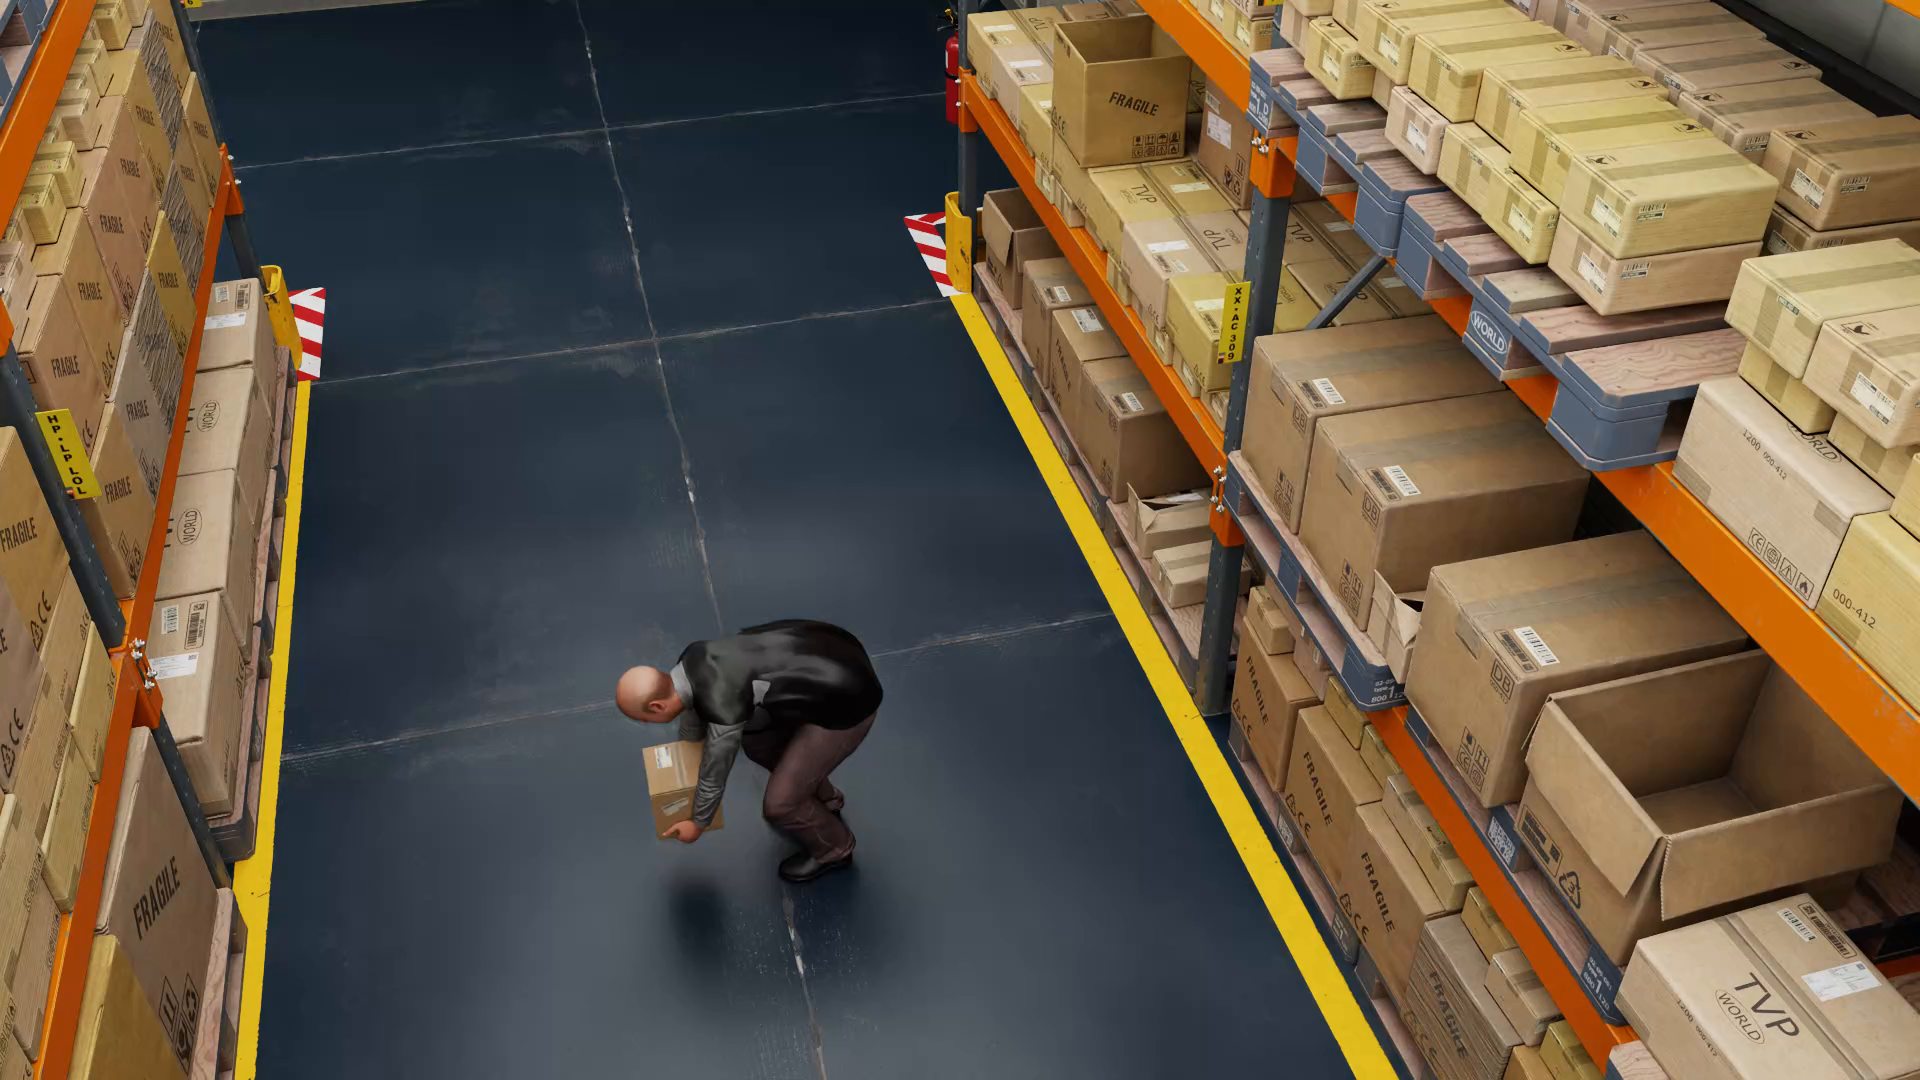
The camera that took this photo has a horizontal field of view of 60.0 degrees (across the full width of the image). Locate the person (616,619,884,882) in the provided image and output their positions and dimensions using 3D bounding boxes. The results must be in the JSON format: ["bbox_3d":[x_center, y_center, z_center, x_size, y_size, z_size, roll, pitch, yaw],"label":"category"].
[{"bbox_3d":[-0.761,0.802,6.219,0.948,1.093,0.499,-11,39,-14],"label":"person"}]
